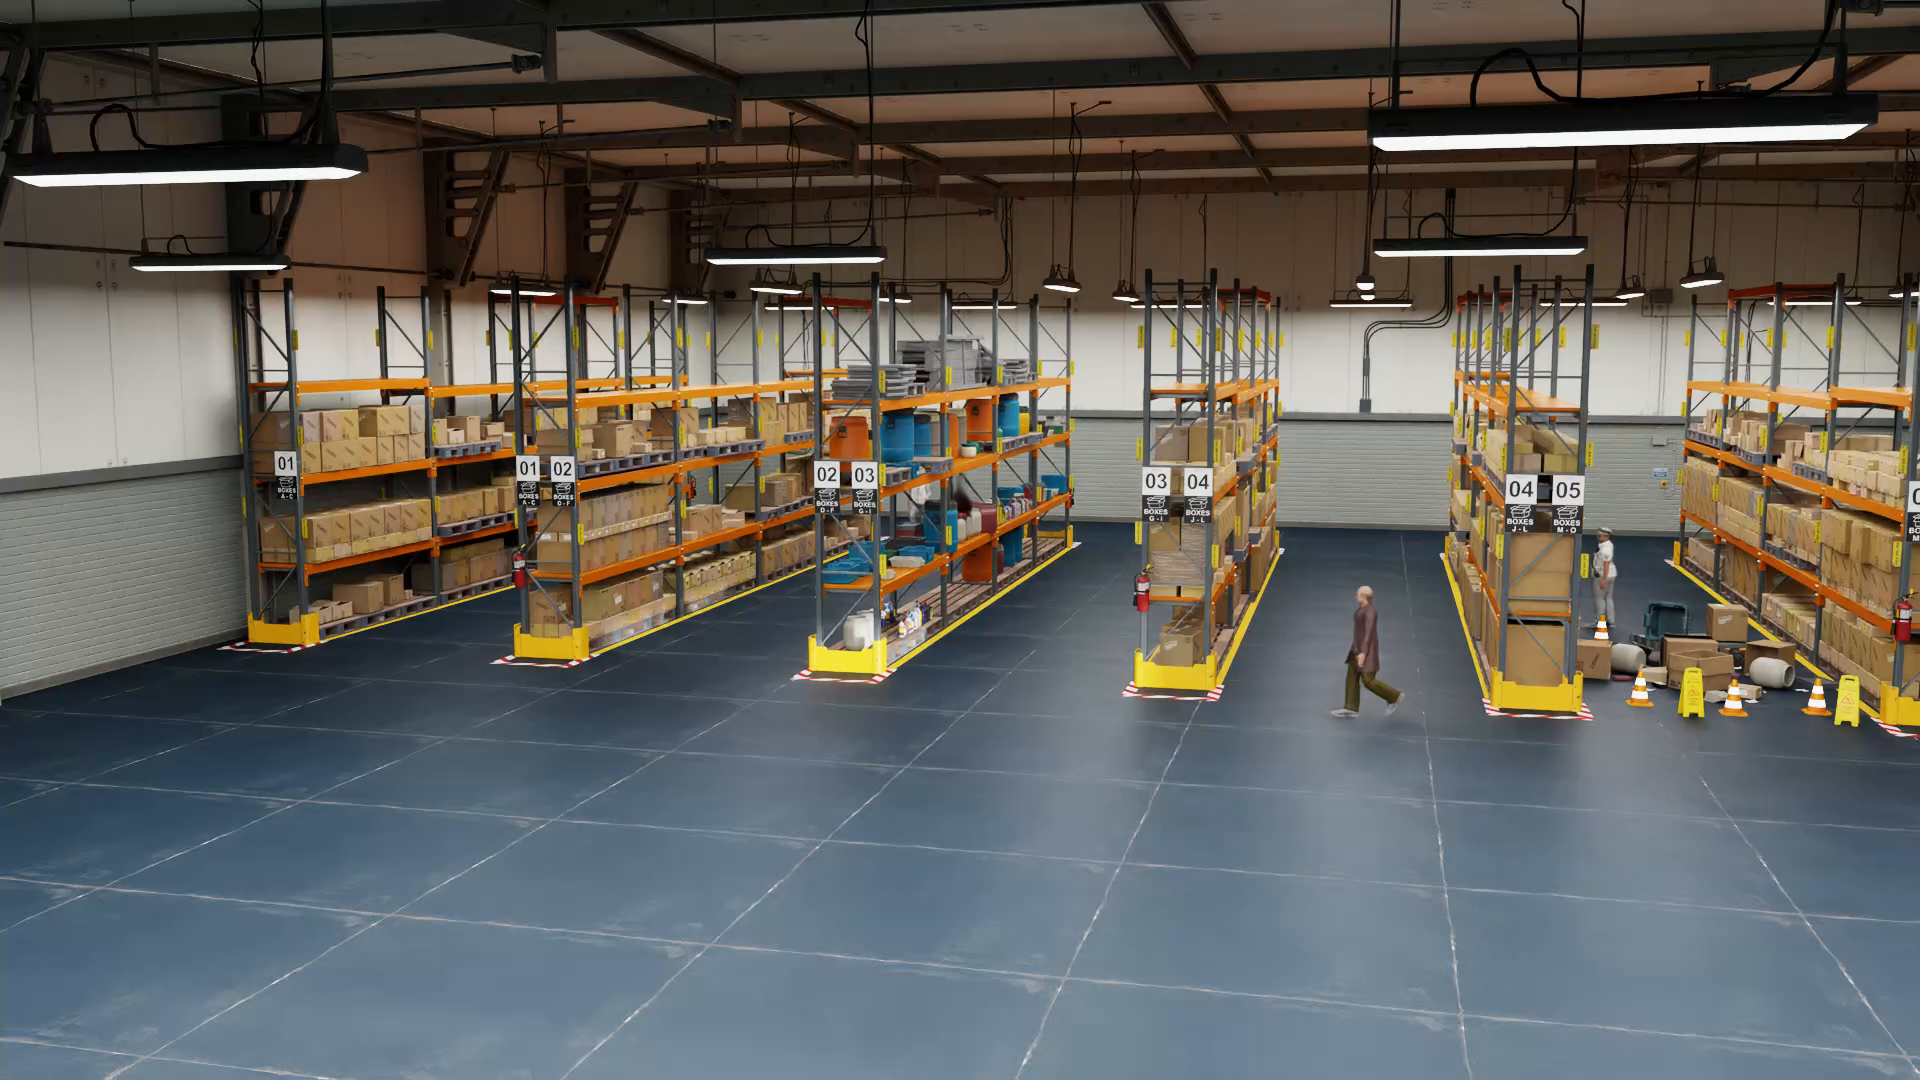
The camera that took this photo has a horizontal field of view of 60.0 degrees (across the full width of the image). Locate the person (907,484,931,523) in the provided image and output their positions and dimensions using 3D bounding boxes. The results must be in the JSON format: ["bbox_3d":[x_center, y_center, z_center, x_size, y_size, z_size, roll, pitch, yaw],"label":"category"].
[{"bbox_3d":[-1.068,-0.934,42.454,0.658,1.754,0.983,2,7,13],"label":"person"}]

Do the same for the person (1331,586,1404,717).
[{"bbox_3d":[5.415,1.487,22.017,0.909,1.766,0.529,-1,7,-11],"label":"person"}]

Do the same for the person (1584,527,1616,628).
[{"bbox_3d":[11.258,0.653,29.091,0.567,1.764,0.439,-7,10,-44],"label":"person"}]
